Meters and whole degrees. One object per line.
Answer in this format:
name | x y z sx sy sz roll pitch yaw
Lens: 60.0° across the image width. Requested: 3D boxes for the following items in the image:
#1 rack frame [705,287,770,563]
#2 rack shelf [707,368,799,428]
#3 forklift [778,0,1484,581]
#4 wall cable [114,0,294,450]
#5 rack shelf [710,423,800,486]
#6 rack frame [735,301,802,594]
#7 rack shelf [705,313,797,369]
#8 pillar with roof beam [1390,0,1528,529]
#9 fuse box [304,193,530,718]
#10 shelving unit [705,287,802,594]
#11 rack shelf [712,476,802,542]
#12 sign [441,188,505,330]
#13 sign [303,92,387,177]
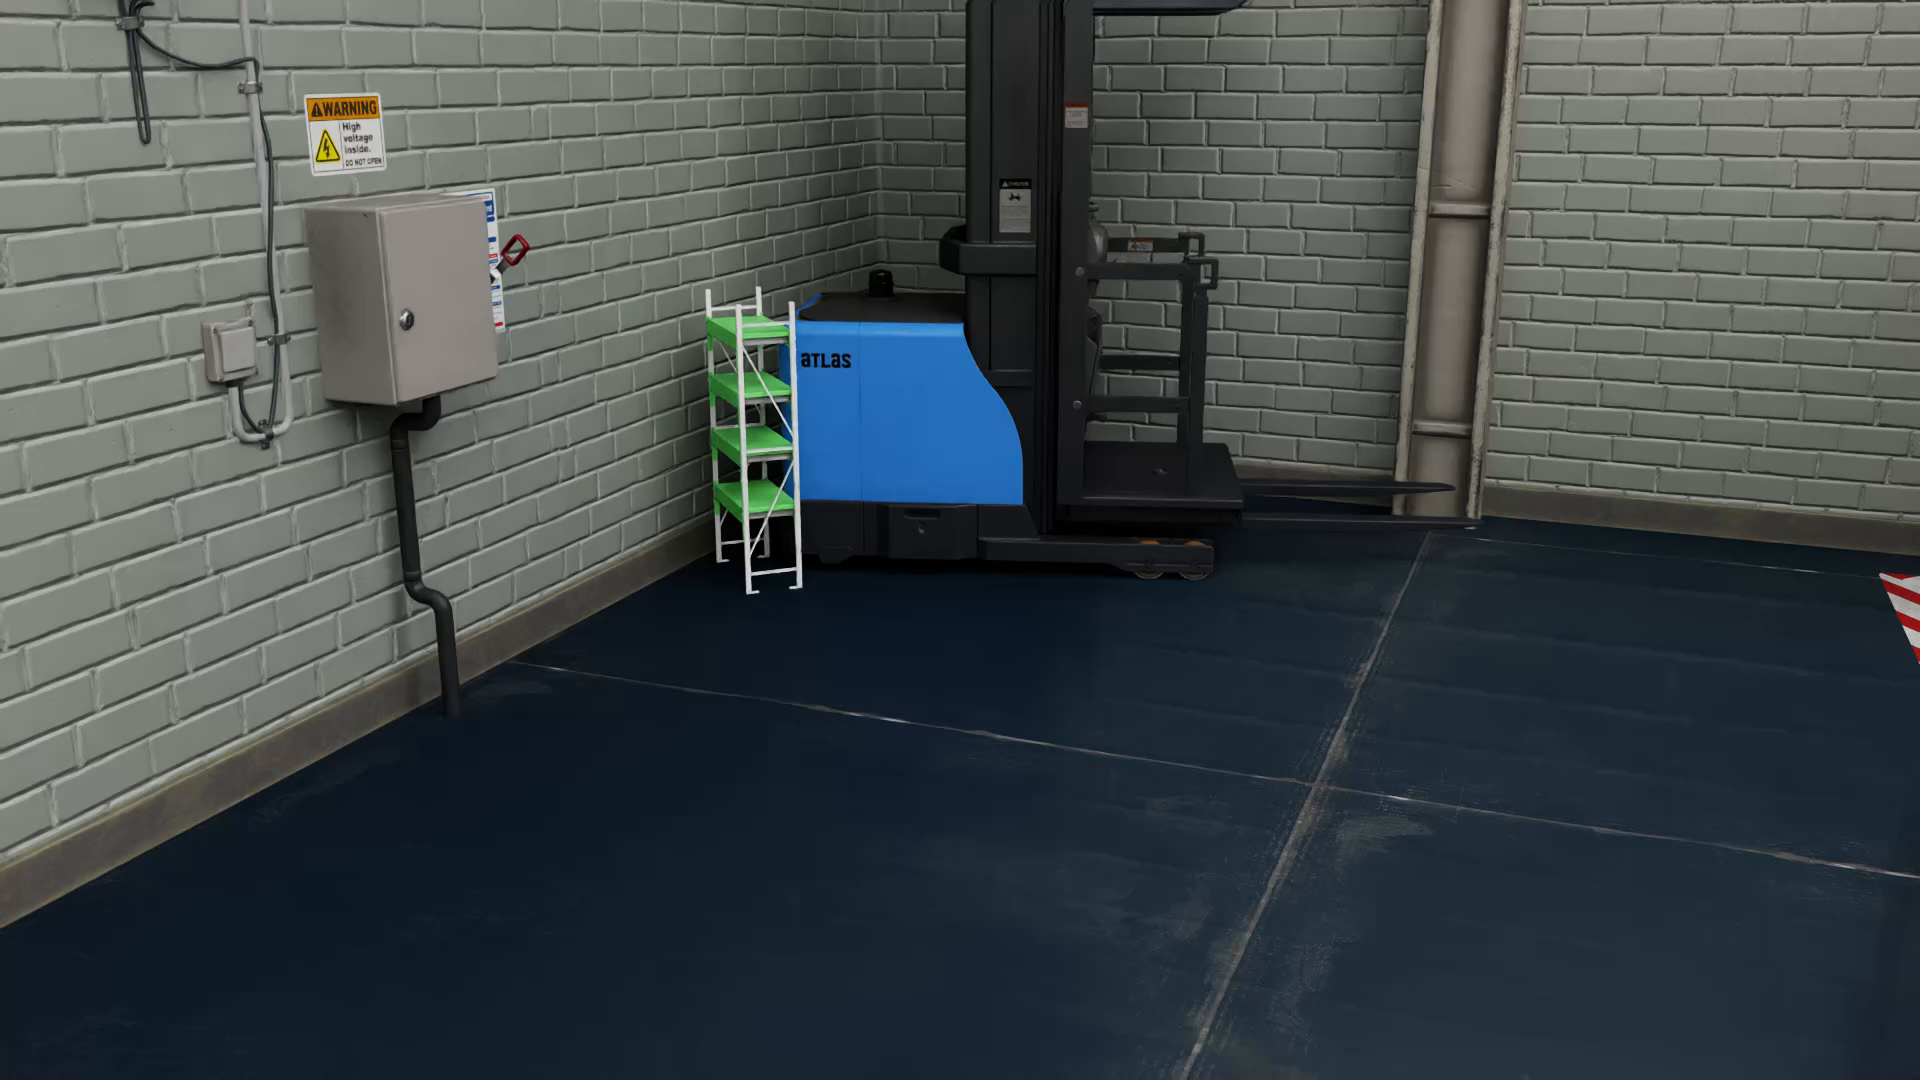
rack frame | -0.962 -0.491 7.213 0.240 1.200 0.015 -7 17 -21
rack shelf | -0.869 -0.597 6.947 0.258 0.148 0.480 -7 17 -21
forklift | 0.762 -1.389 7.202 3.031 2.935 1.130 1 16 5
wall cable | -2.080 -1.180 4.536 0.122 1.984 0.588 6 17 21
rack shelf | -0.869 -0.367 7.014 0.258 0.148 0.480 -7 17 -21
rack frame | -0.776 -0.365 6.780 0.240 1.200 0.015 -7 17 -21
rack shelf | -0.869 -0.828 6.880 0.258 0.148 0.480 -7 17 -21
pillar with roof beam | 0.725 -3.314 2.950 0.400 9.000 9.100 6 17 21
fuse box | -1.683 -0.234 5.412 0.414 1.711 0.539 6 17 21
shelving unit | -0.869 -0.428 6.996 0.258 1.200 0.503 -7 17 -21
rack shelf | -0.869 -0.136 7.081 0.258 0.148 0.480 -7 17 -21
sign | -1.695 -0.957 5.760 0.001 0.494 0.329 6 17 21
sign | -1.896 -1.257 5.141 0.001 0.242 0.339 6 17 21
